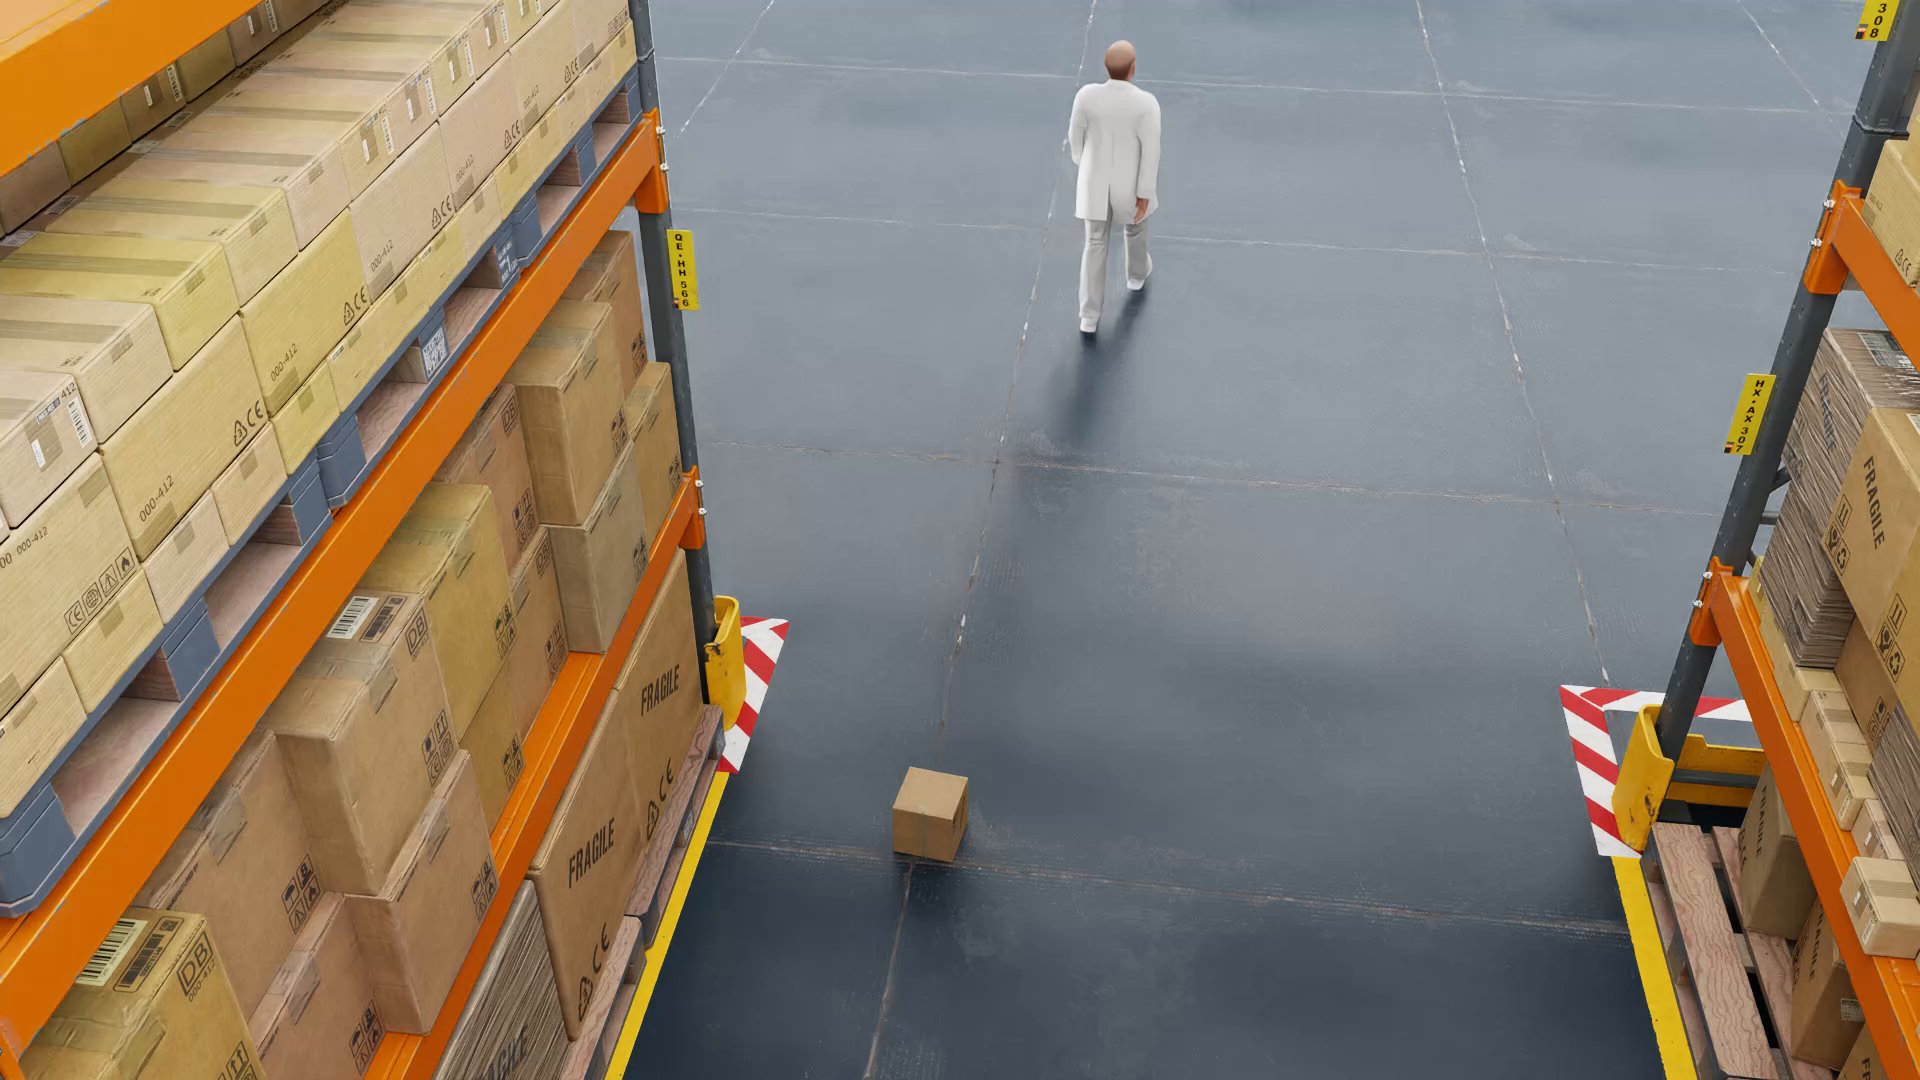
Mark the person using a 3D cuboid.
[{"bbox_3d":[0.956,-2.245,10.169,0.587,1.720,1.066,9,37,12],"label":"person"}]
